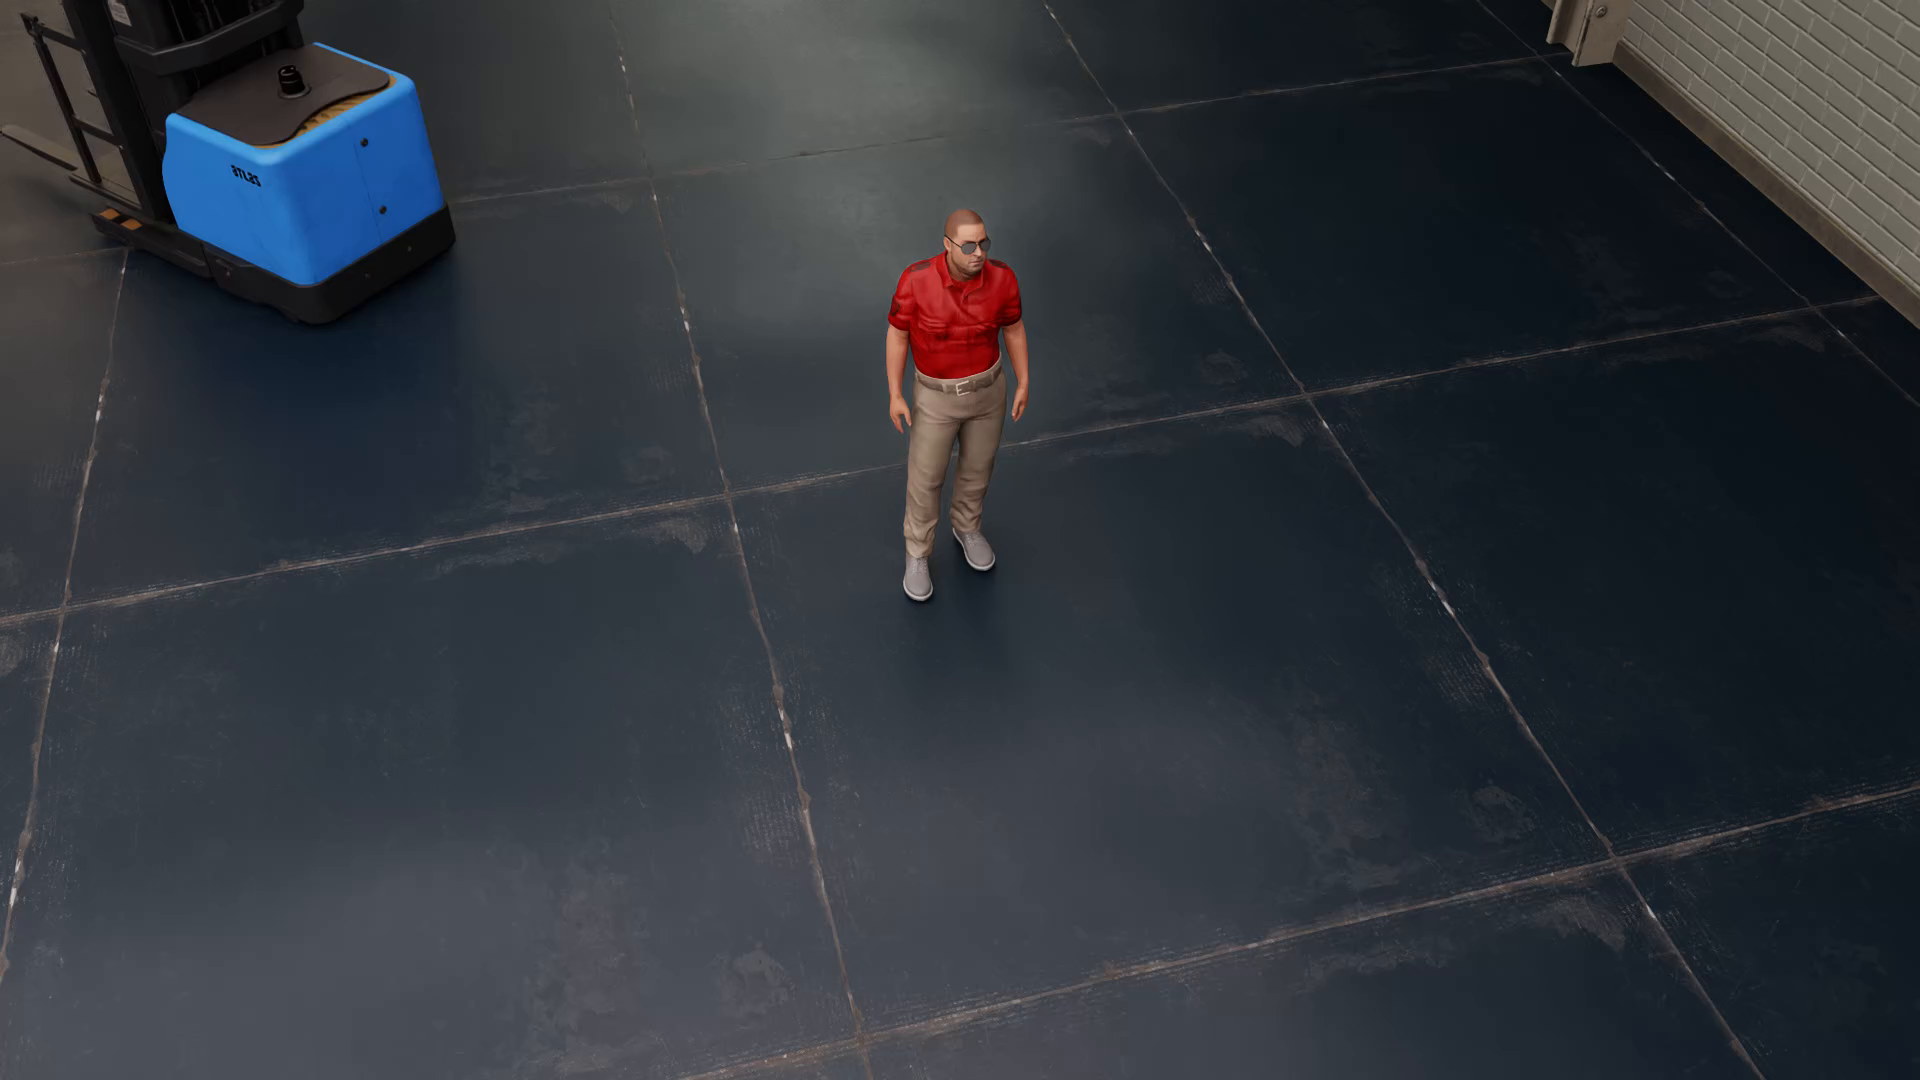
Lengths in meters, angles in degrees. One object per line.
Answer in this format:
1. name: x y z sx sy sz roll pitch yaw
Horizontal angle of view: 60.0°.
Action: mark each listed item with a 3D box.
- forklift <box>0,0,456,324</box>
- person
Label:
1. forklift: -4.386 -3.012 8.832 3.031 2.935 1.130 24 49 24
2. person: 0.011 -0.546 7.139 0.640 1.657 0.551 -10 44 -11
